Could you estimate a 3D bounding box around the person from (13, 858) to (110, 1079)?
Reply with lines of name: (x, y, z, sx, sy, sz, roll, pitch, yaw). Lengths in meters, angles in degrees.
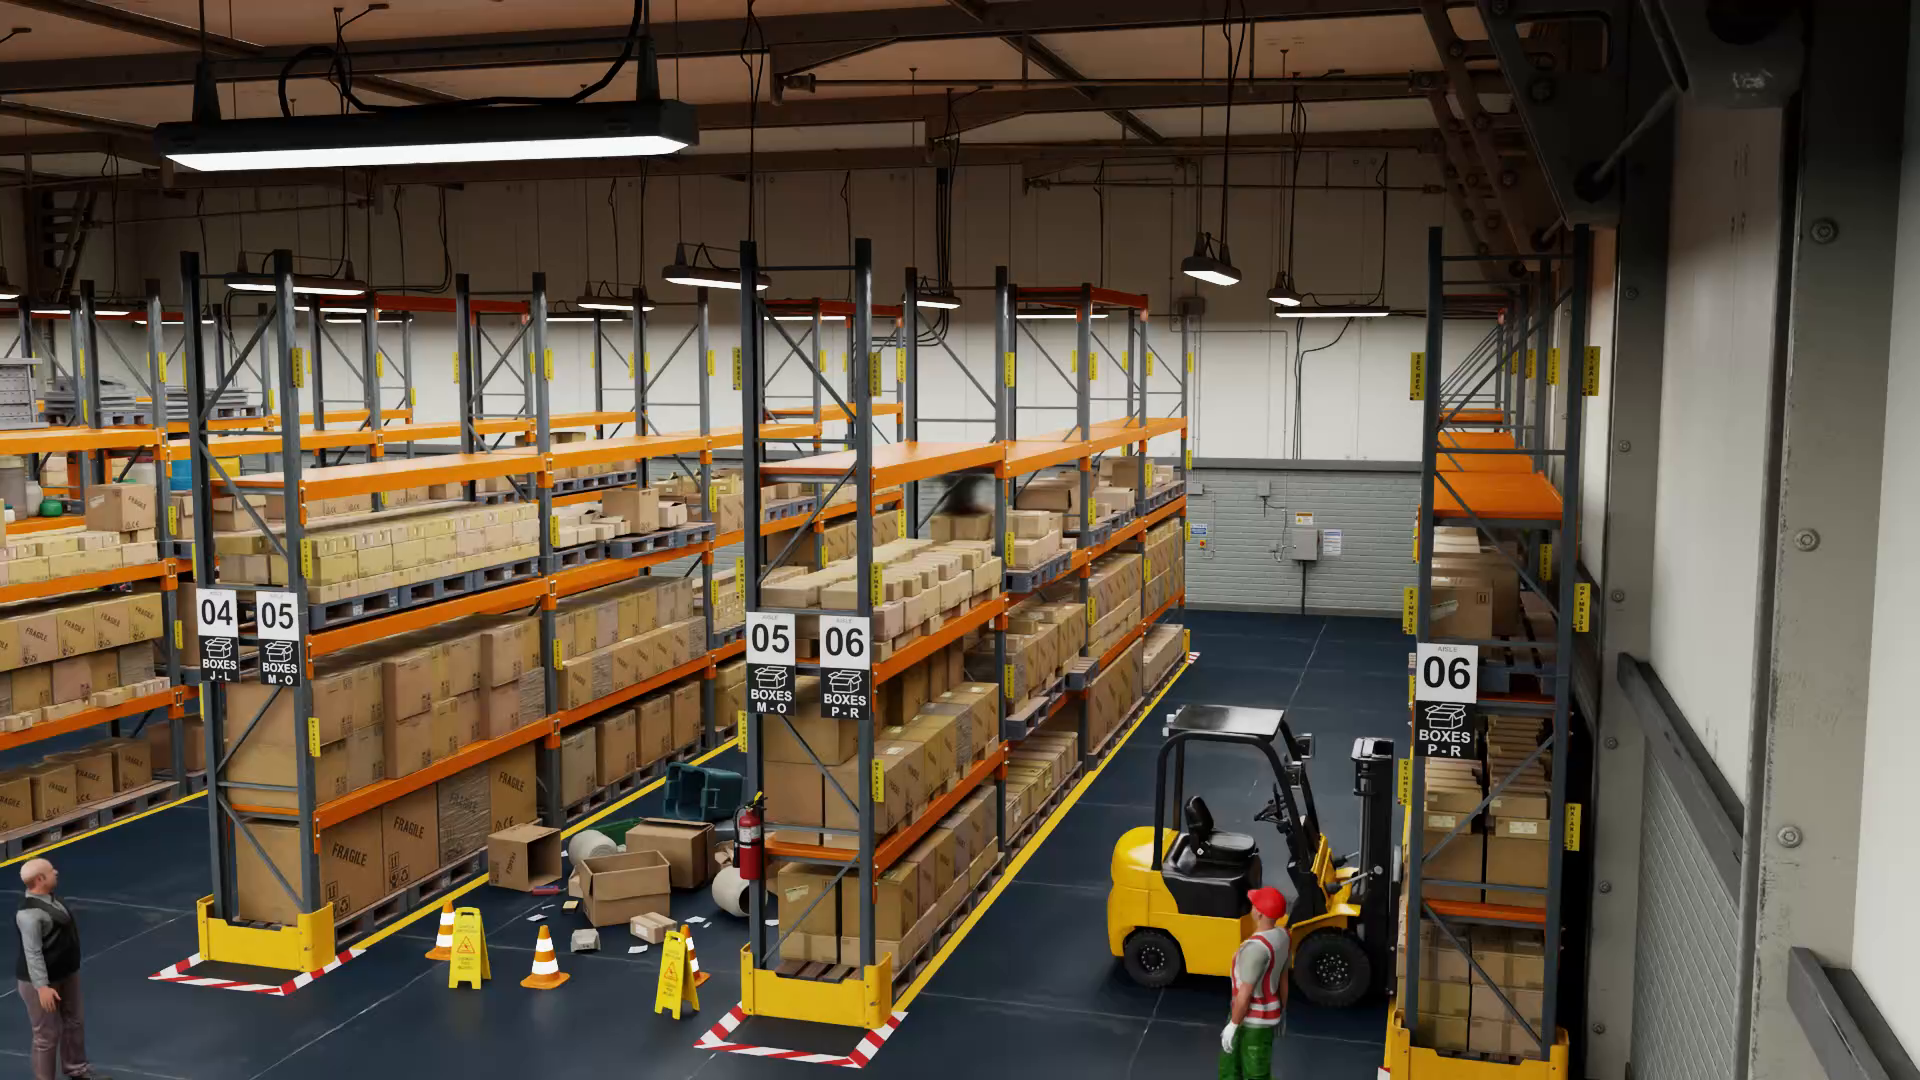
person: (-6.275, 3.035, 11.527, 0.469, 1.722, 0.592, 0, 6, 2)

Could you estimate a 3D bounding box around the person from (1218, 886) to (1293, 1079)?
person: (1.951, 3.096, 10.749, 0.896, 1.766, 0.499, 0, 6, 1)
